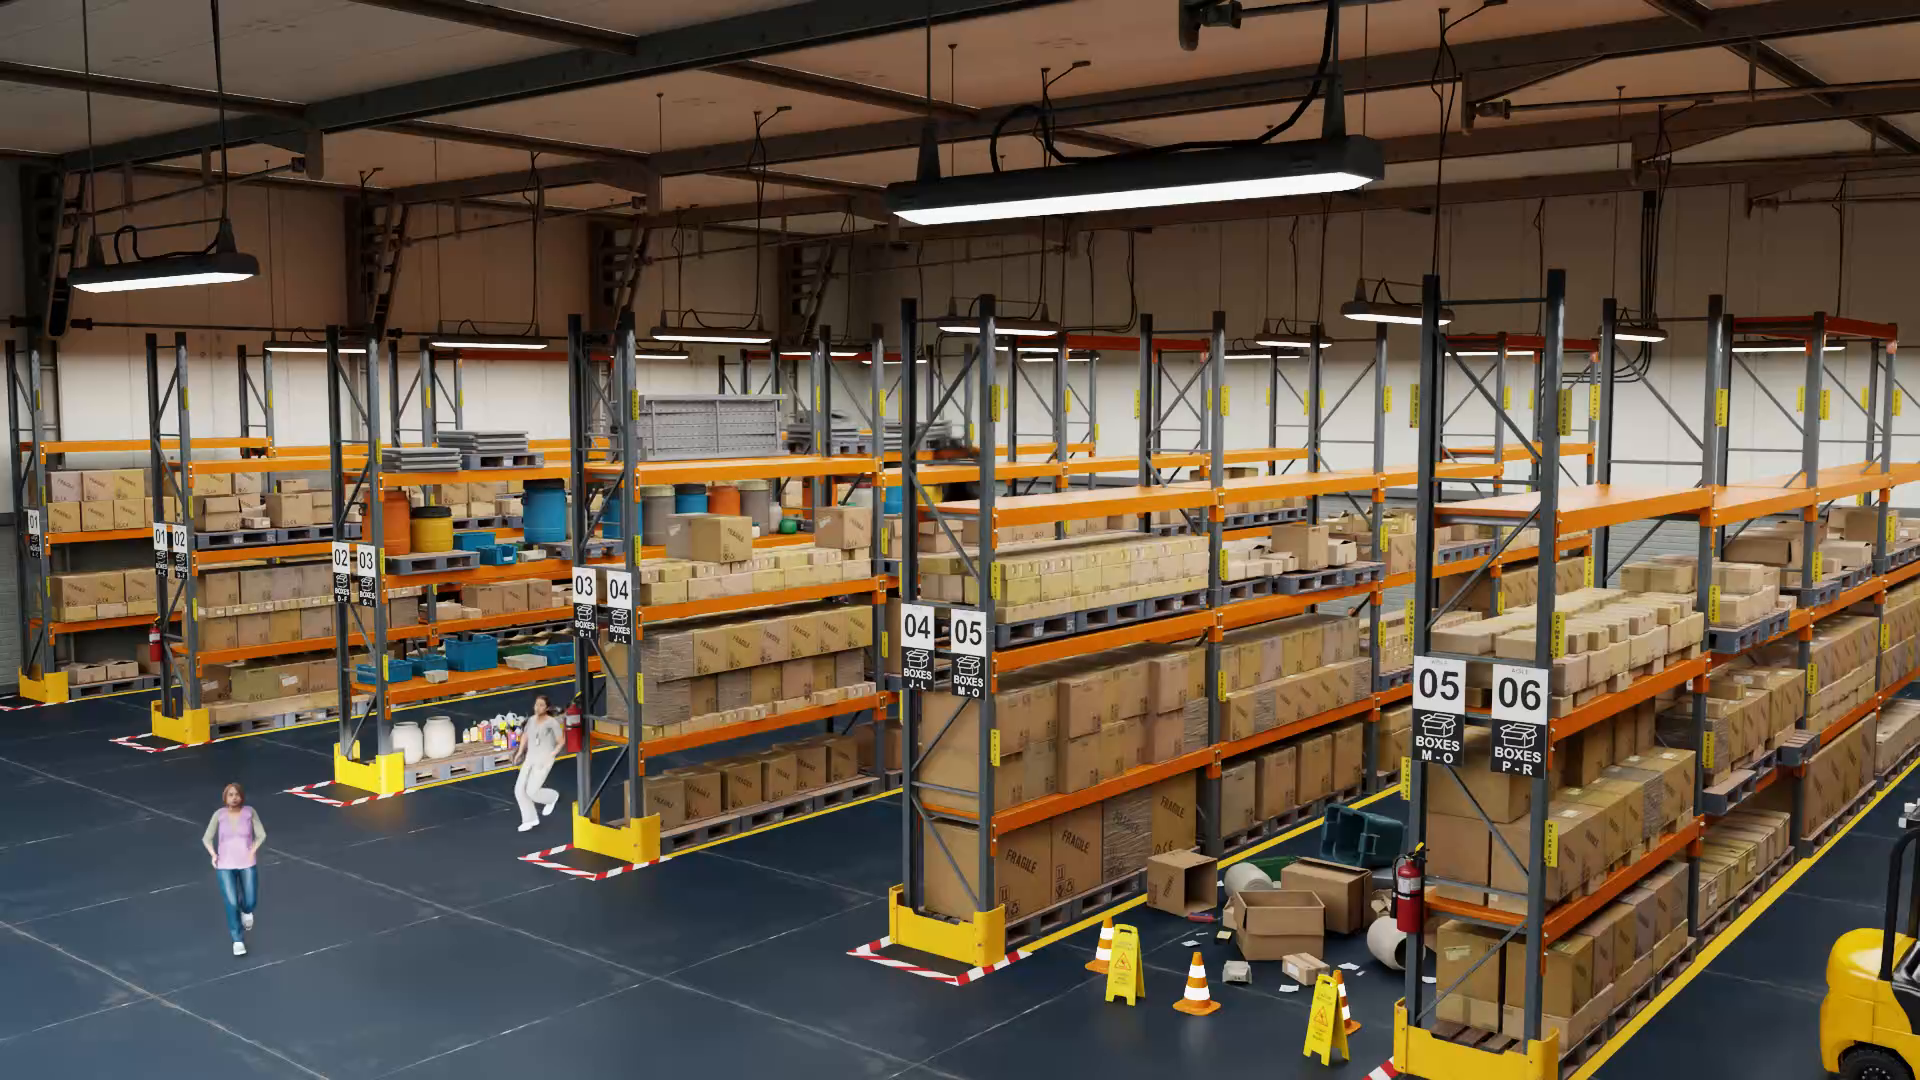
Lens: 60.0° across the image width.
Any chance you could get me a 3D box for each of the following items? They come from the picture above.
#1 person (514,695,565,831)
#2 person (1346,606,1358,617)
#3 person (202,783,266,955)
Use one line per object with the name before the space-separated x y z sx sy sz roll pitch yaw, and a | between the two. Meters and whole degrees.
person | -4.919 2.619 19.625 0.610 1.639 0.566 3 6 31
person | 6.477 1.901 27.405 0.618 1.629 0.742 4 7 41
person | -6.708 3.008 15.388 0.539 1.550 0.622 -2 6 -25
